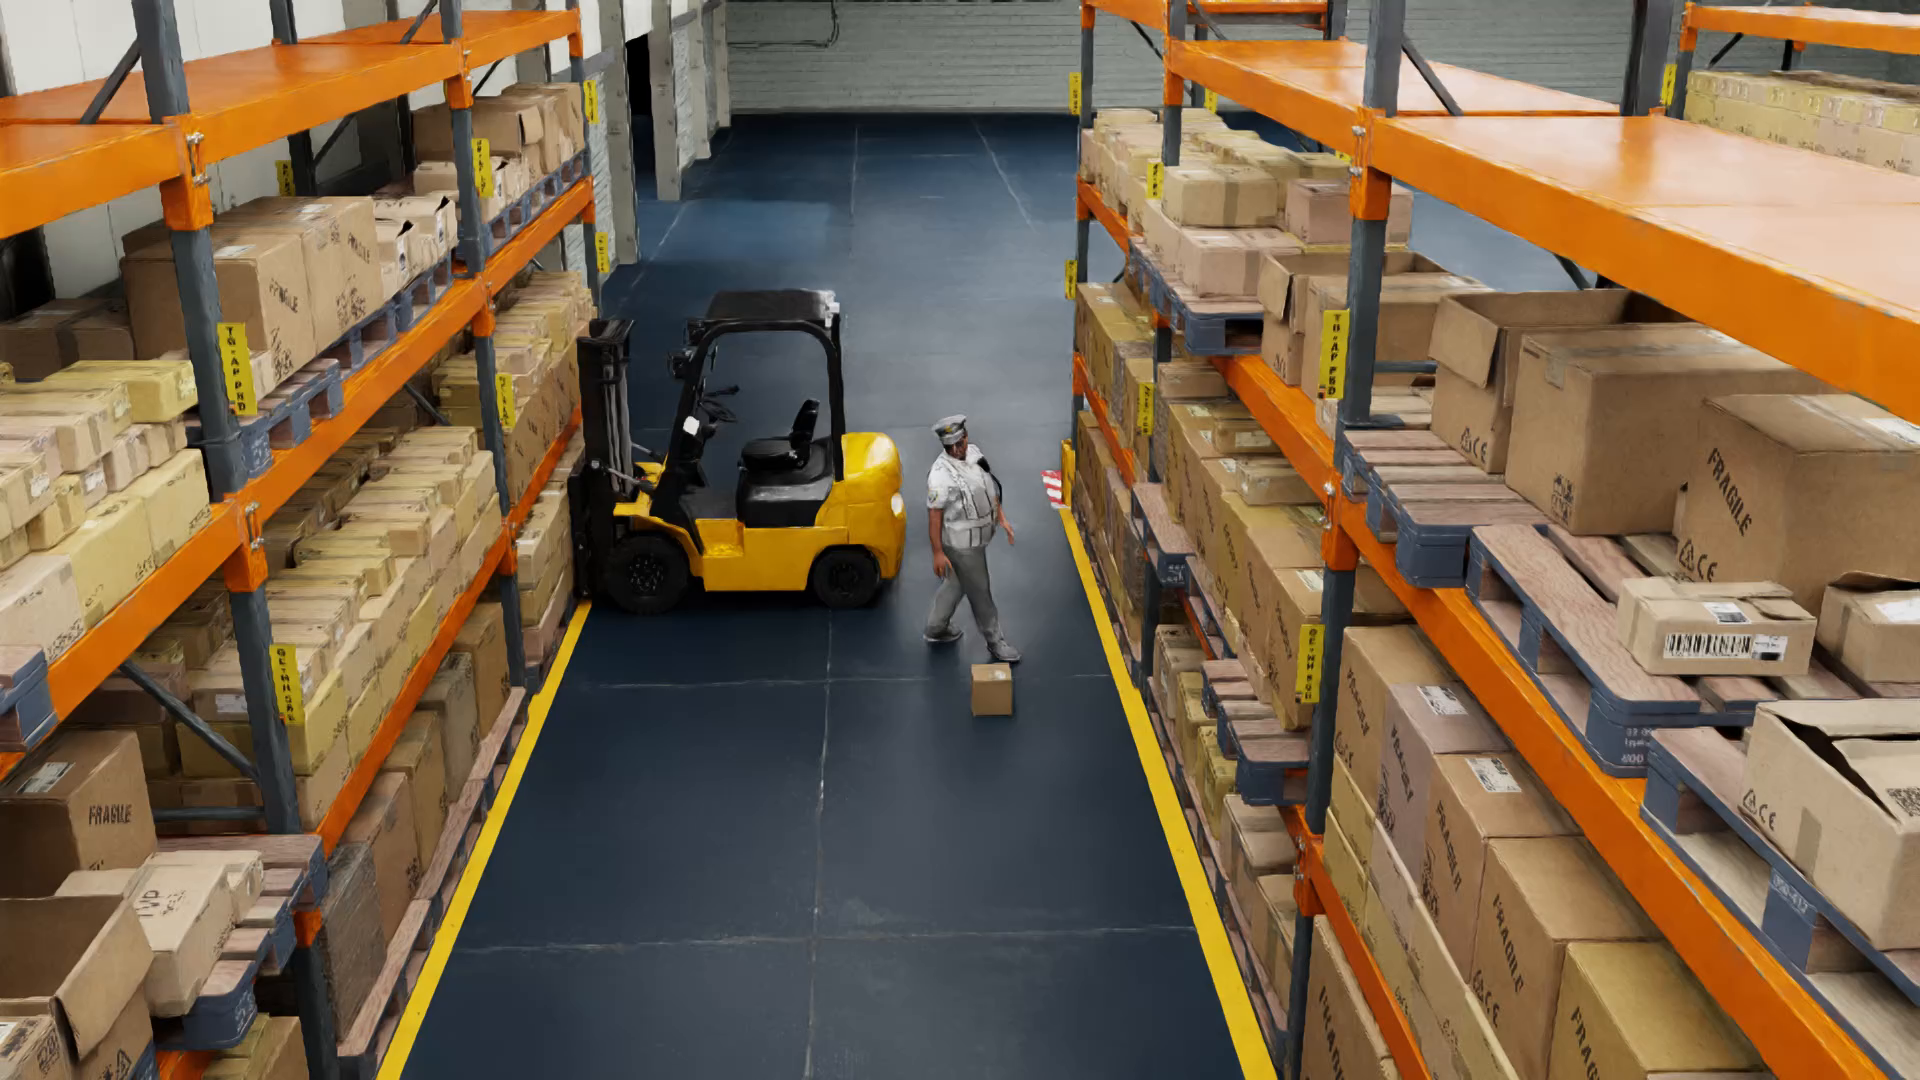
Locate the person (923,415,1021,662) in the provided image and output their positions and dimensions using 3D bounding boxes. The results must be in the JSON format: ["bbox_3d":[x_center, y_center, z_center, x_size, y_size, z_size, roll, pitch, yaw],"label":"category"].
[{"bbox_3d":[0.071,-0.018,11.151,0.720,1.723,0.580,7,21,18],"label":"person"}]
